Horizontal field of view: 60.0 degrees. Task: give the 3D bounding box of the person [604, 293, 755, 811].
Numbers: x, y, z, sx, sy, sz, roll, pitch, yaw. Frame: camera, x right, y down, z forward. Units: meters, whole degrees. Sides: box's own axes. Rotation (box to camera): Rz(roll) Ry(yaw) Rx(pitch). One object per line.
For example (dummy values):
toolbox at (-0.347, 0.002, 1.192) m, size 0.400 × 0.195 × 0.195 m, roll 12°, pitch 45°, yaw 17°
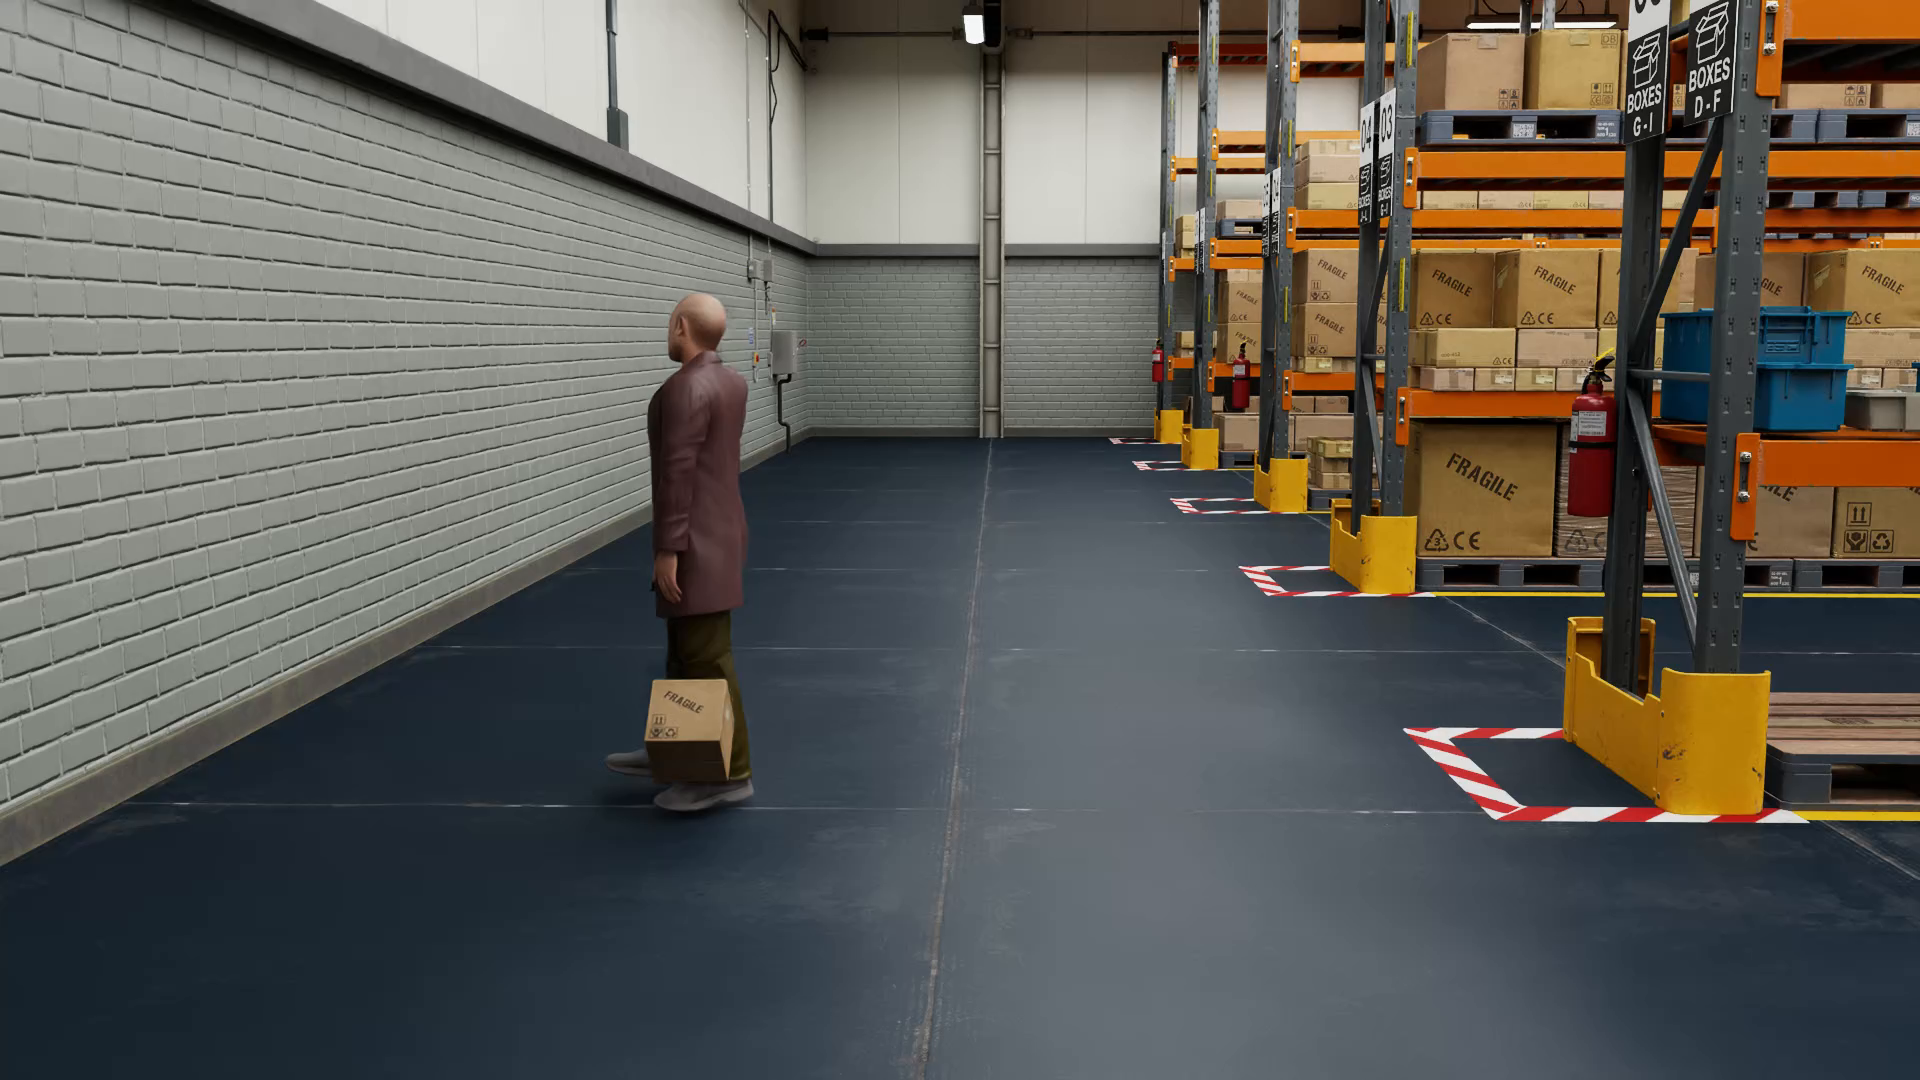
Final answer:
person at (-1.020, 0.026, 5.904) m, size 0.602 × 1.784 × 0.632 m, roll 1°, pitch 7°, yaw 5°
